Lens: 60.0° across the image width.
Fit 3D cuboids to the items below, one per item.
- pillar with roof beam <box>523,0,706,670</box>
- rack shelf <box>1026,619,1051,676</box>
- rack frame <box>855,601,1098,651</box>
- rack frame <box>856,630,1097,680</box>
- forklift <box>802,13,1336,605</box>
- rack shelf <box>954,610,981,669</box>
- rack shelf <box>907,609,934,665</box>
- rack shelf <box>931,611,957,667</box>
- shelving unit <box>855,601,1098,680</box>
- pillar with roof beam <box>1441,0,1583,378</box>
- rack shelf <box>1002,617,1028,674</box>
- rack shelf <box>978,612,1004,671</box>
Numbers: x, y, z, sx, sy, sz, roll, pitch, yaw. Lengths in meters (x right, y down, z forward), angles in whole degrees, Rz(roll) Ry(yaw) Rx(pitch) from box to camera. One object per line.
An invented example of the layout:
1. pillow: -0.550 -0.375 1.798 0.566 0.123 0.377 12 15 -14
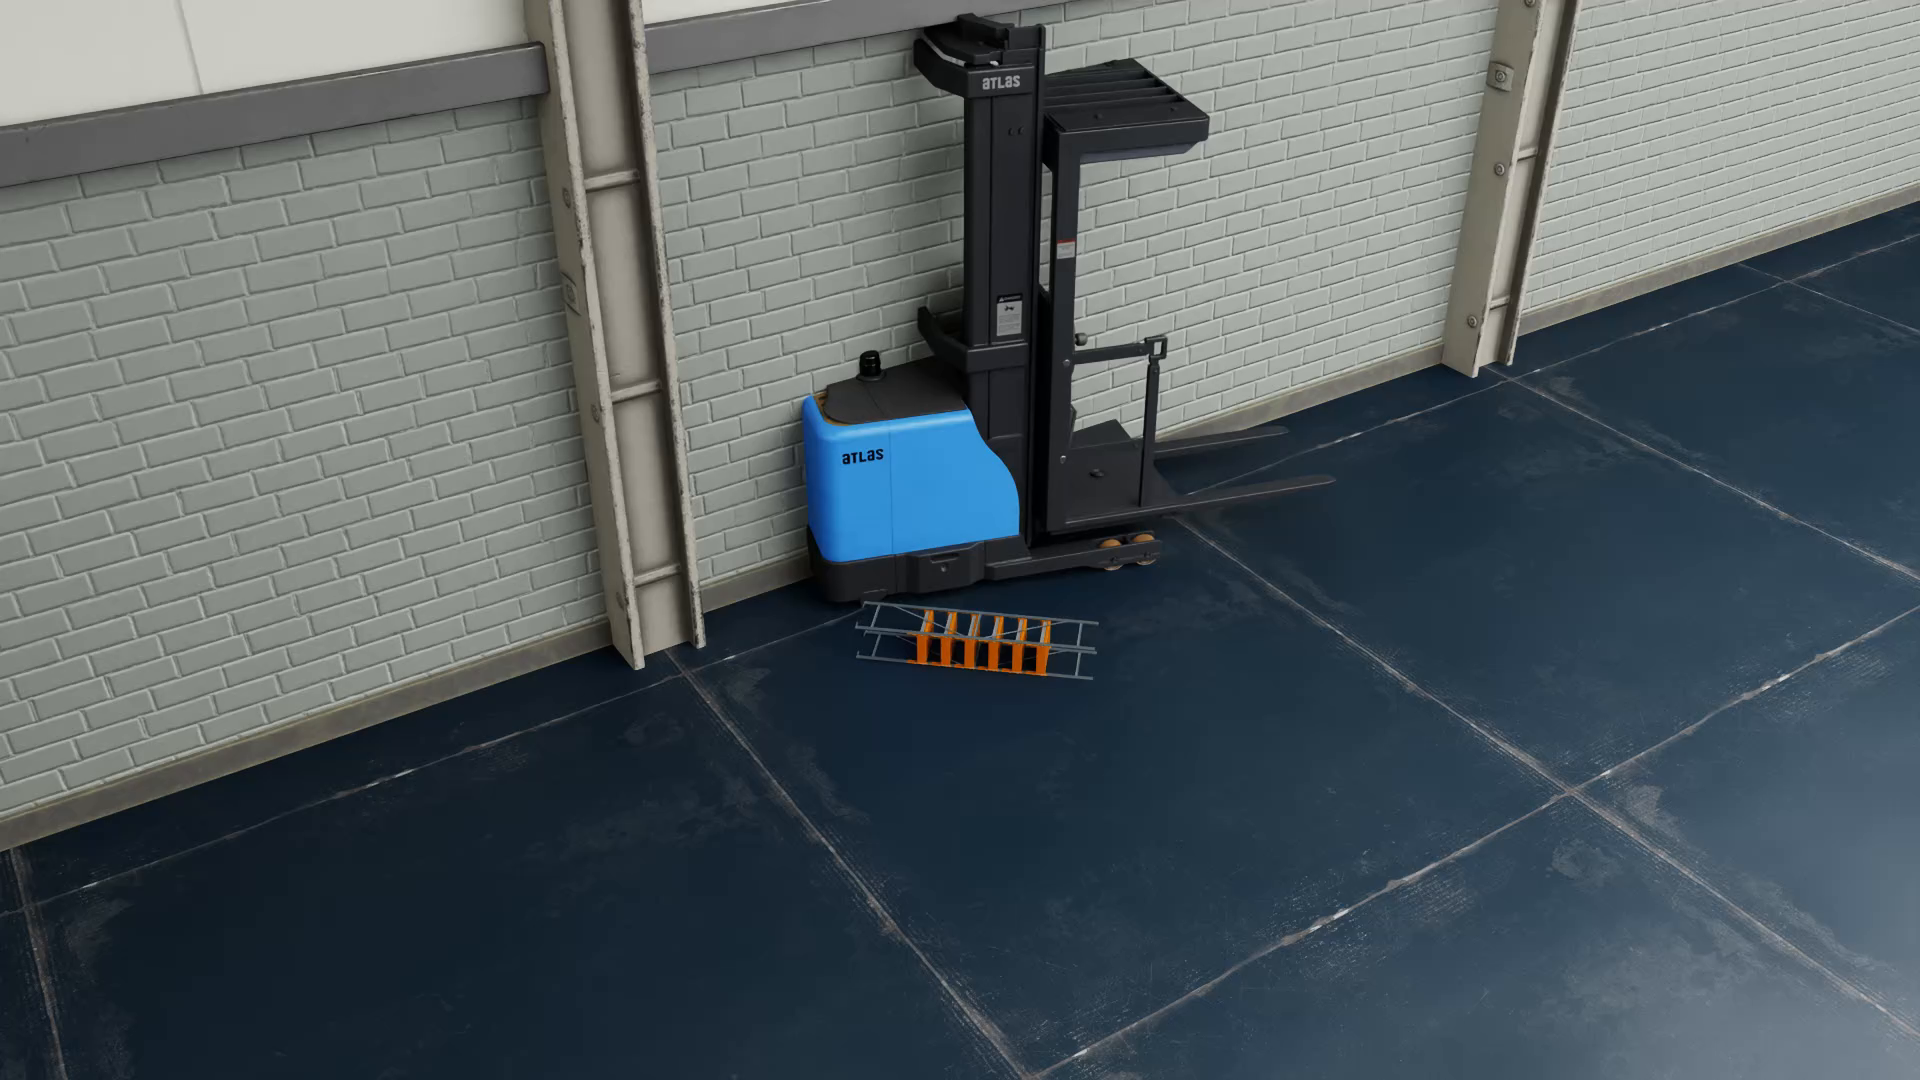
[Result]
1. pillar with roof beam: 0.785 -1.348 3.074 0.400 9.000 9.100 -19 37 -27
2. rack shelf: 0.397 0.532 8.349 0.103 0.180 0.258 5 33 7
3. rack frame: 0.085 0.428 8.338 1.200 0.006 0.240 5 33 7
4. rack frame: 0.084 0.582 8.436 1.200 0.006 0.240 5 33 7
5. forklift: 0.603 -1.334 8.740 3.031 2.935 1.130 -9 33 -14
6. rack shelf: 0.041 0.501 8.393 0.103 0.180 0.258 5 33 7
7. rack shelf: -0.197 0.481 8.422 0.103 0.180 0.258 5 33 7
8. rack shelf: -0.078 0.491 8.407 0.103 0.180 0.258 5 33 7
9. shelving unit: 0.085 0.505 8.387 1.200 0.189 0.258 5 33 7
10. pillar with roof beam: 5.828 -3.082 5.823 0.400 9.000 9.100 -19 37 -27
11. rack shelf: 0.278 0.521 8.363 0.103 0.180 0.258 5 33 7
12. rack shelf: 0.159 0.511 8.378 0.103 0.180 0.258 5 33 7
